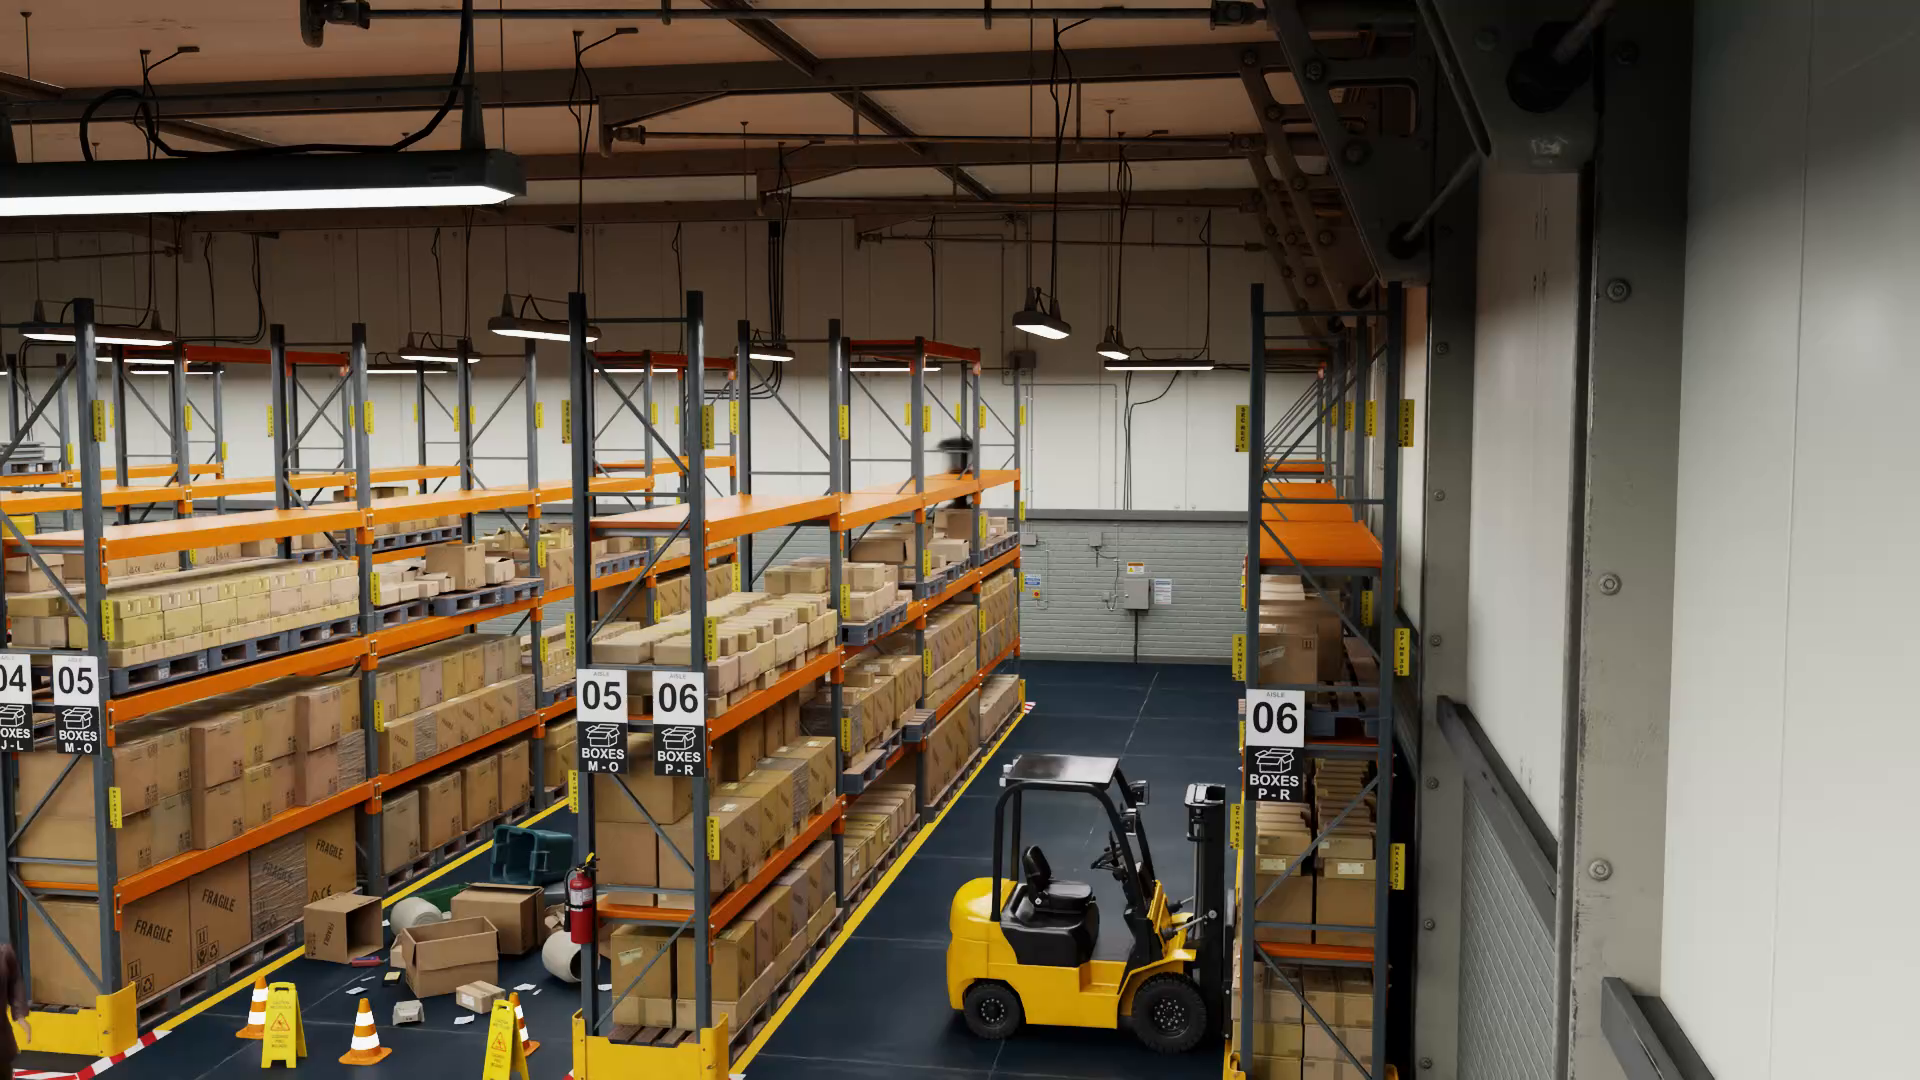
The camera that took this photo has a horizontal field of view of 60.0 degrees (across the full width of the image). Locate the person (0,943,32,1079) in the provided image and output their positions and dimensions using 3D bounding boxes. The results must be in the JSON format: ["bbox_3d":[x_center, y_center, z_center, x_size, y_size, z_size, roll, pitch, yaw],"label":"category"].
[{"bbox_3d":[-6.813,3.389,11.456,0.762,1.713,0.714,3,6,36],"label":"person"}]
